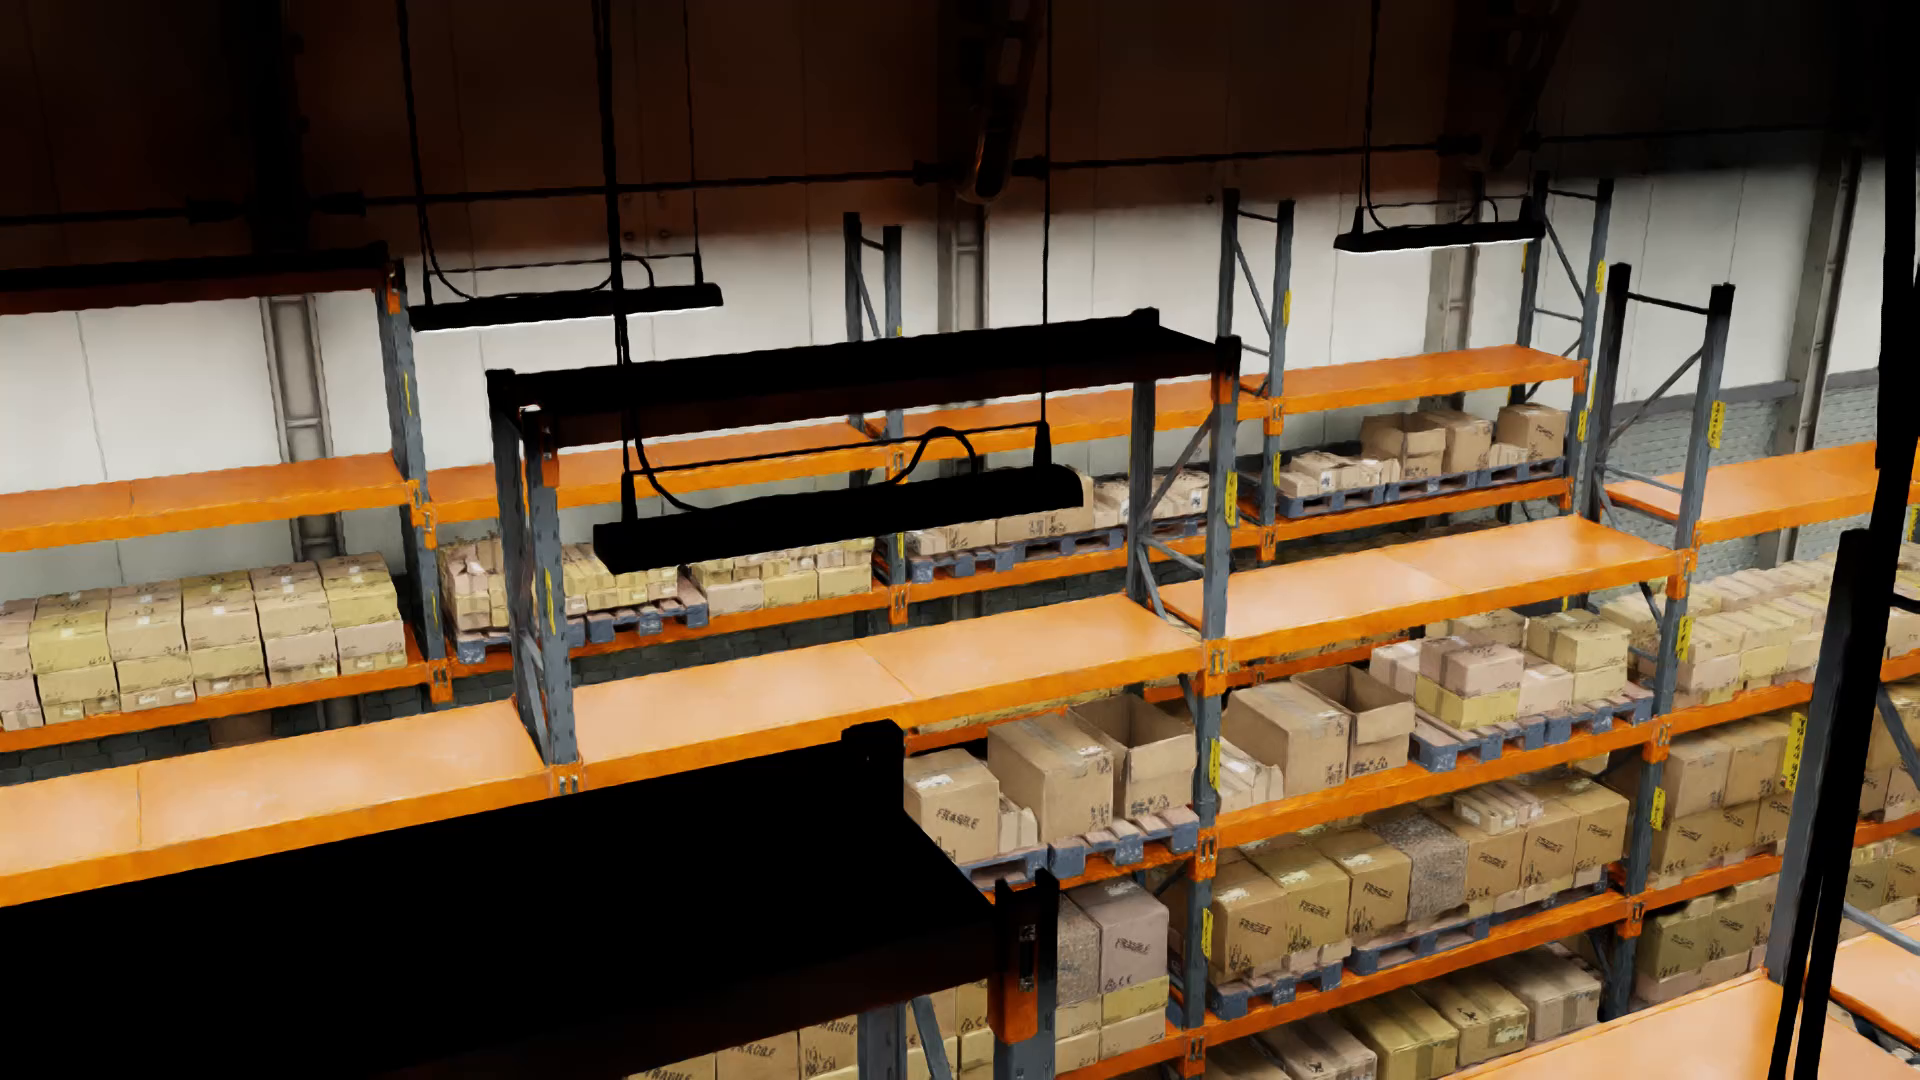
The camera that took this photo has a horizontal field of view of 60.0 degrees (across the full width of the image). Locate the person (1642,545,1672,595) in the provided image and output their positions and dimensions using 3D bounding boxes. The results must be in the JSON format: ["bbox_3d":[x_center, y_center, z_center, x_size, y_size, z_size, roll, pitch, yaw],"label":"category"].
[{"bbox_3d":[8.139,0.829,19.813,0.552,1.656,0.510,3,19,10],"label":"person"}]
